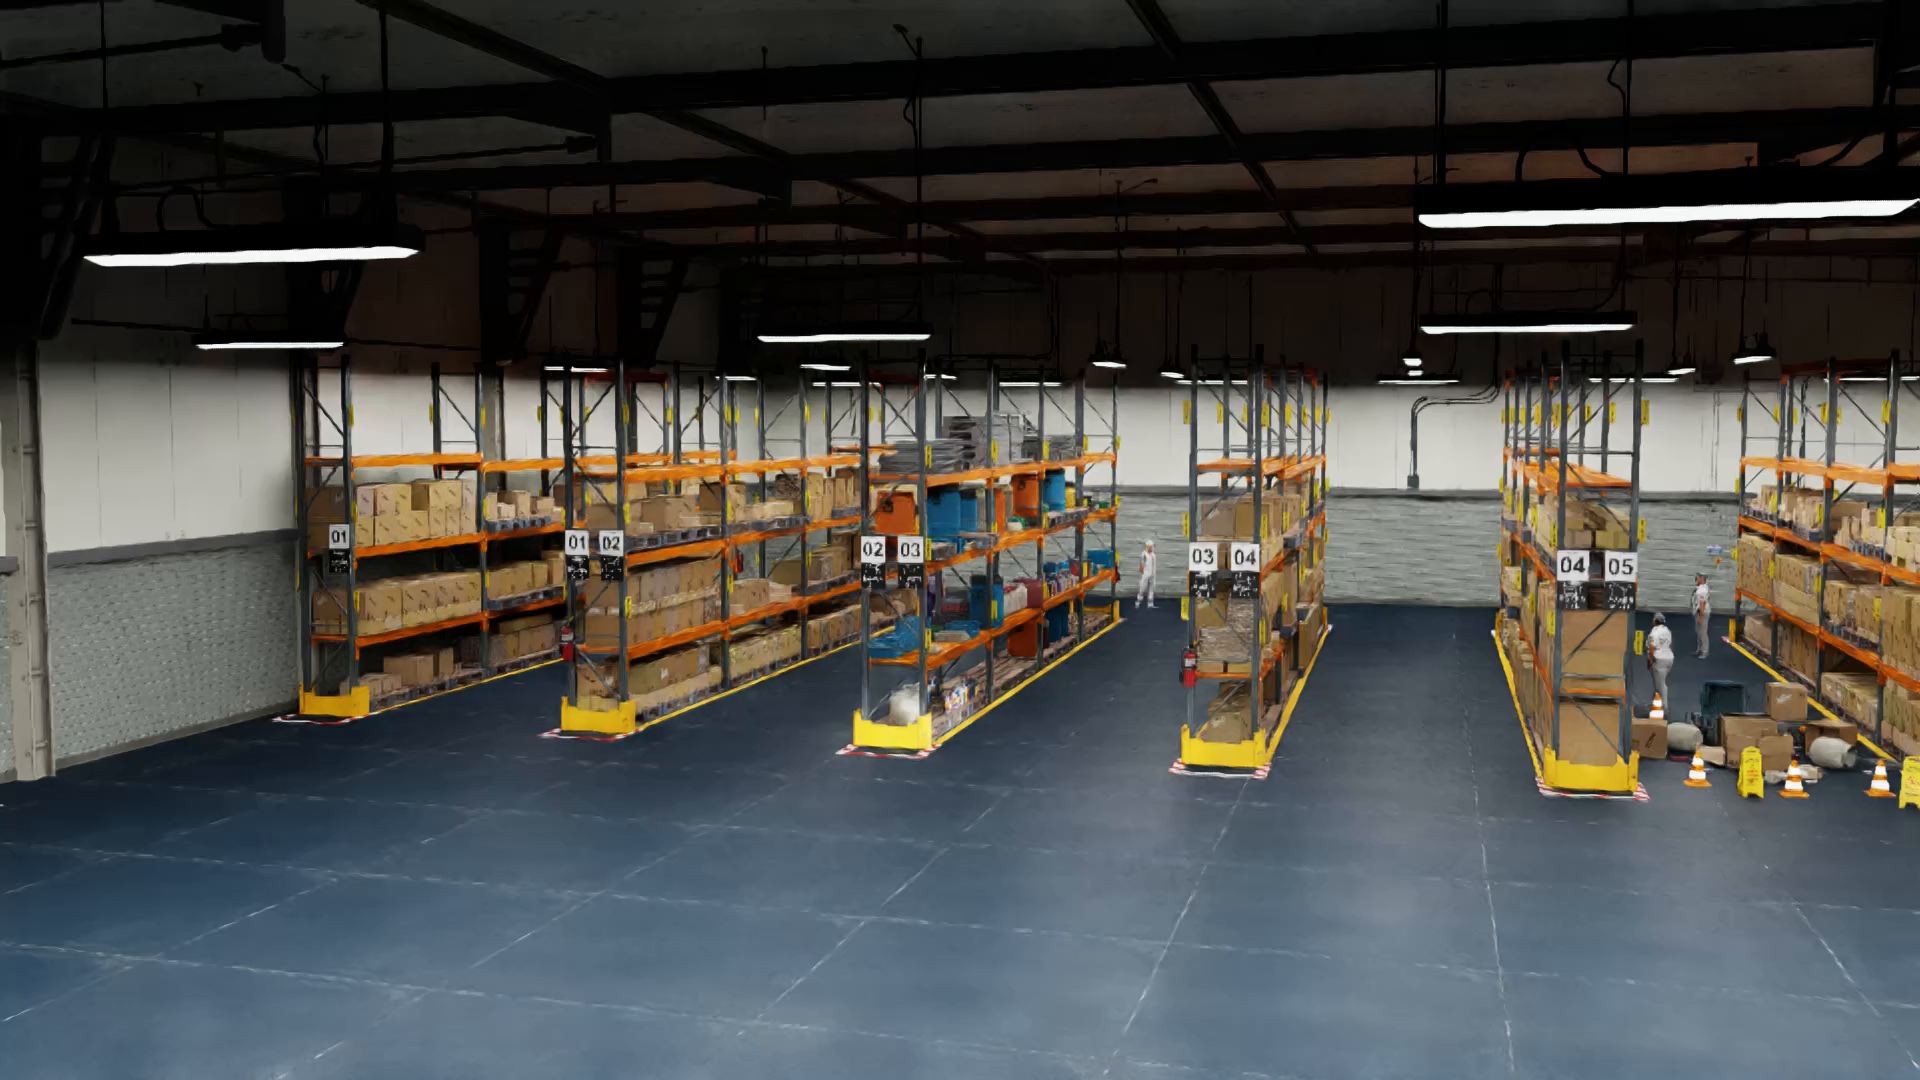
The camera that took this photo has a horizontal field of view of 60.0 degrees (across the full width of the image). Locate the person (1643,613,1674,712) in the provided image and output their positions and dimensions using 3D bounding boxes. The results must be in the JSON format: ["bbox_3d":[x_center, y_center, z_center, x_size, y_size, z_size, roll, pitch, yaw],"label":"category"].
[{"bbox_3d":[11.795,2.054,28.129,0.599,1.659,0.556,-4,6,-42],"label":"person"}]

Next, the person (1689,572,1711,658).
[{"bbox_3d":[15.320,1.542,34.395,0.407,1.745,0.650,2,5,25],"label":"person"}]

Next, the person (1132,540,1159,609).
[{"bbox_3d":[4.784,0.903,42.869,0.692,1.783,0.471,-3,5,-36],"label":"person"}]

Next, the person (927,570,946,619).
[{"bbox_3d":[-0.549,1.312,38.578,0.491,1.590,1.001,1,4,14],"label":"person"}]
